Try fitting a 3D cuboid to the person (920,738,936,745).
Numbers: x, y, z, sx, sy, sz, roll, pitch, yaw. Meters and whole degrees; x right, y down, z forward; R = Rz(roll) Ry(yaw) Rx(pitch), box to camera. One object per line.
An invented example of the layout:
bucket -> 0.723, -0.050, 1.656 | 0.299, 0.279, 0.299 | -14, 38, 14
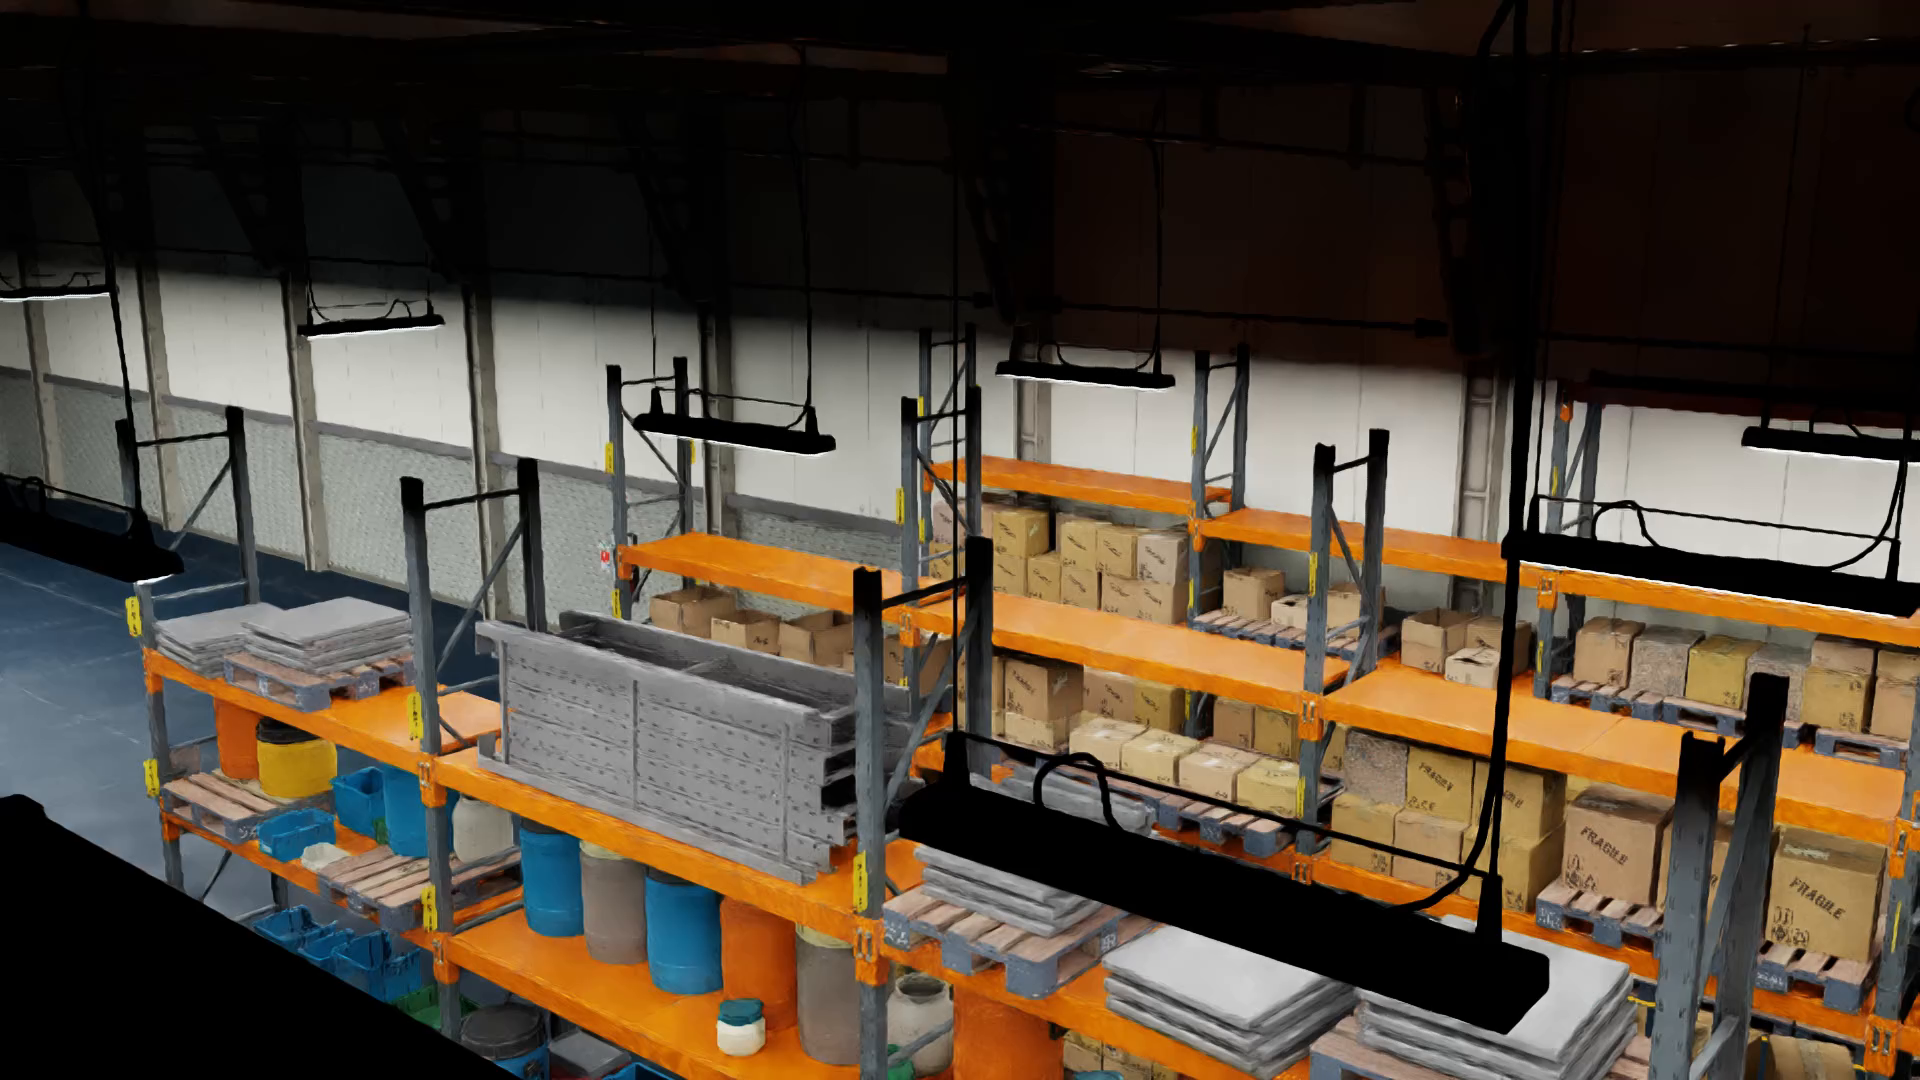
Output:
person -> -0.423, 2.803, 19.953 | 1.030, 1.735, 0.635 | 4, 13, 16
